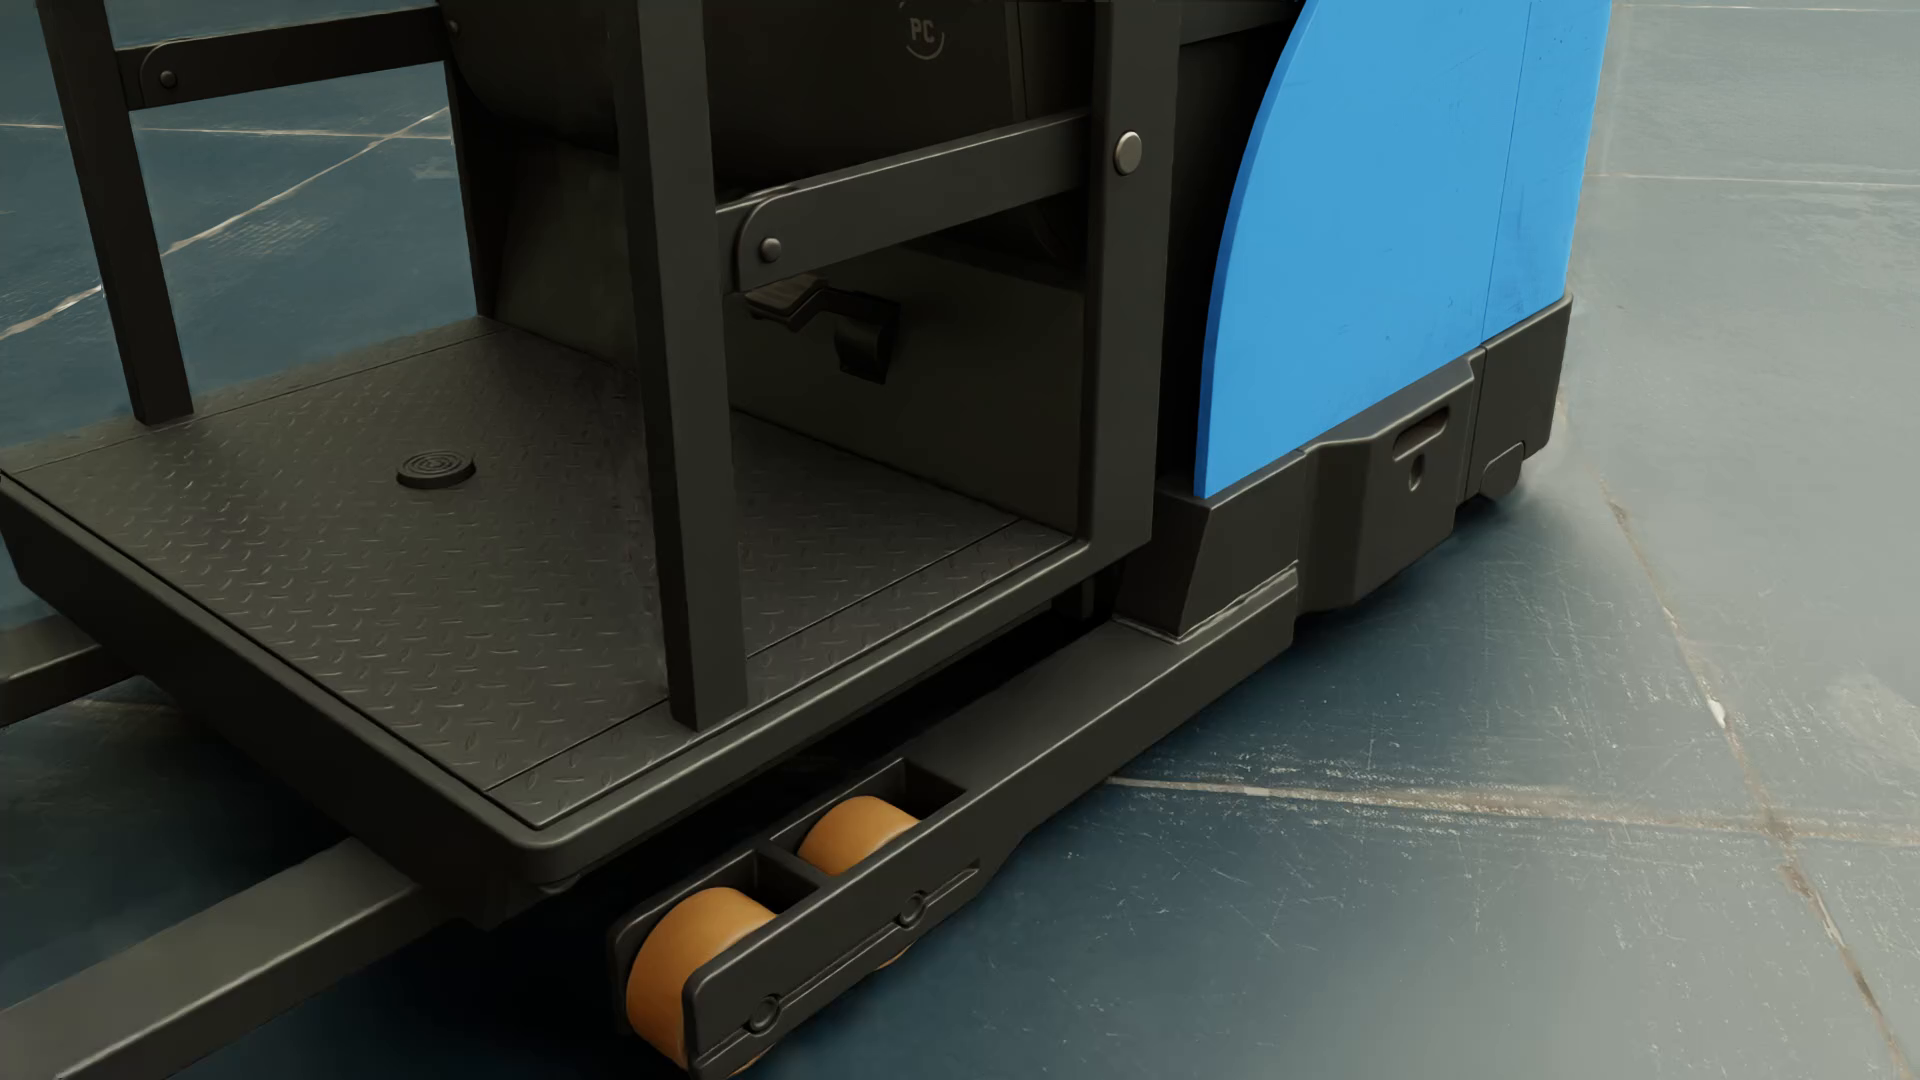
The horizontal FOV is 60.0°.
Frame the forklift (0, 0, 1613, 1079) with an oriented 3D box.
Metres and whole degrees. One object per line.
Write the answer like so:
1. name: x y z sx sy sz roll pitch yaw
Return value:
1. forklift: -0.405 -1.078 1.378 1.130 2.935 3.031 22 34 36
